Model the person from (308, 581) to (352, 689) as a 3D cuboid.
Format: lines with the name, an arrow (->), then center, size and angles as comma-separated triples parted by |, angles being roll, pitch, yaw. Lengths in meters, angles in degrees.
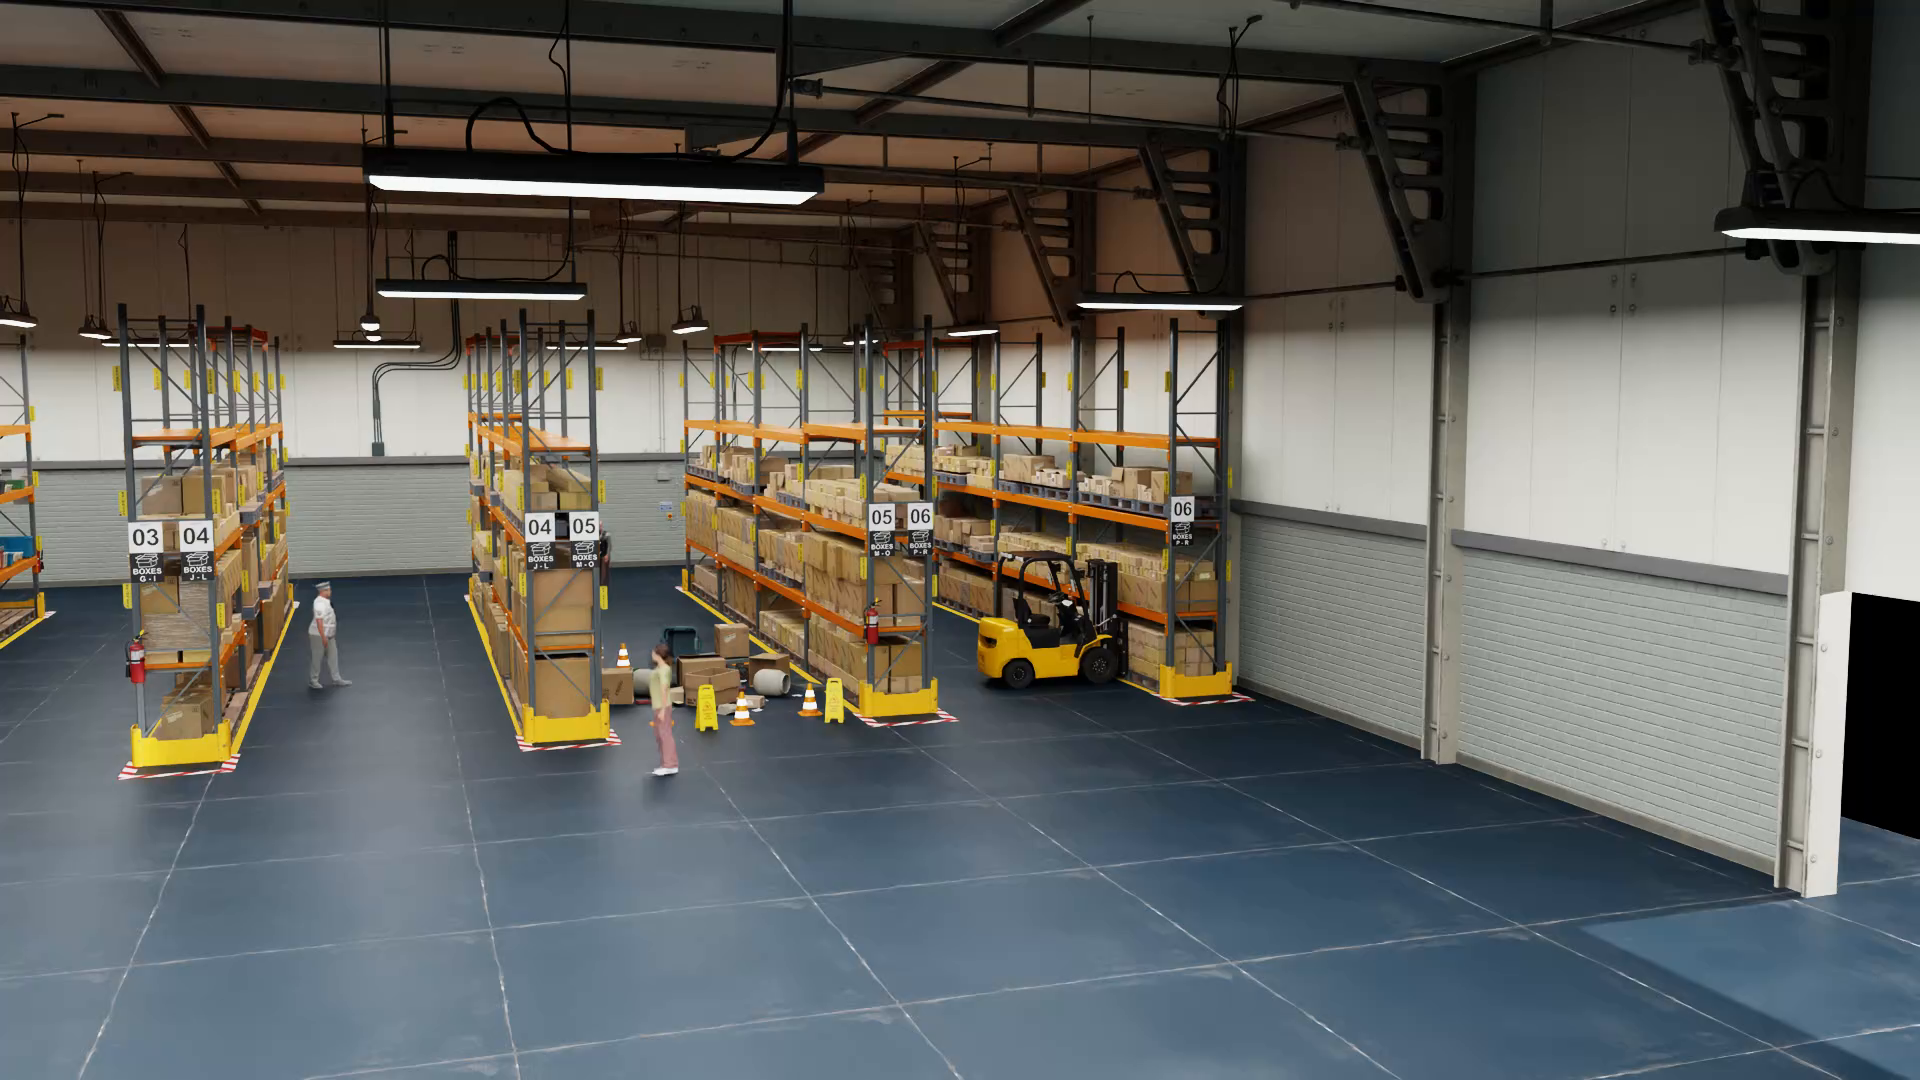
person -> -10.387, 1.549, 27.230 | 0.617, 1.747, 0.589 | 0, 5, 4

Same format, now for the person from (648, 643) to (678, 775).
person -> -3.799, 2.180, 21.247 | 0.357, 1.681, 0.565 | -1, 6, -14

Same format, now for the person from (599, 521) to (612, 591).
person -> -8.510, 0.414, 39.284 | 0.559, 1.741, 0.415 | 1, 6, 14
